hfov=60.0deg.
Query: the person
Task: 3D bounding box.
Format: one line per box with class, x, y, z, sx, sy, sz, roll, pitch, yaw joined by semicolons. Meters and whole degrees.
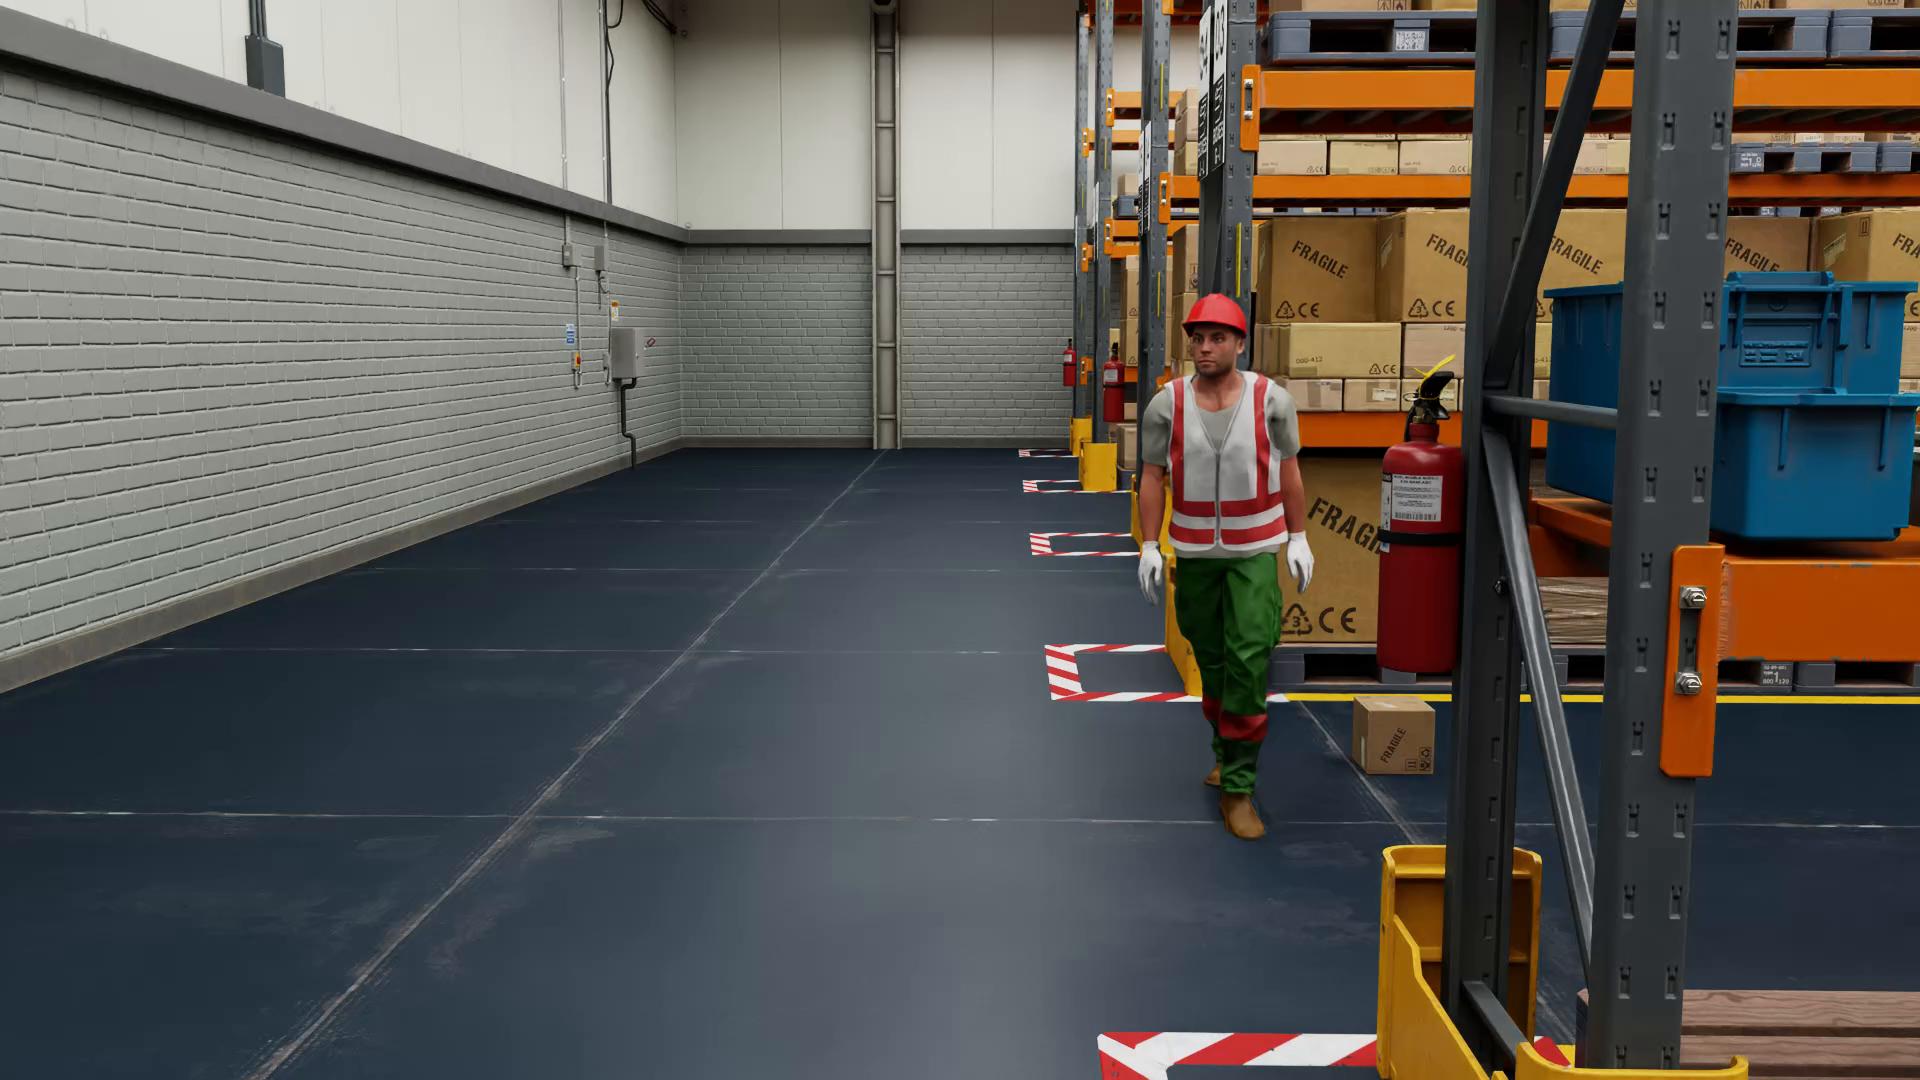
person;0.905;0.066;5.730;0.578;1.808;0.695;3;8;20
